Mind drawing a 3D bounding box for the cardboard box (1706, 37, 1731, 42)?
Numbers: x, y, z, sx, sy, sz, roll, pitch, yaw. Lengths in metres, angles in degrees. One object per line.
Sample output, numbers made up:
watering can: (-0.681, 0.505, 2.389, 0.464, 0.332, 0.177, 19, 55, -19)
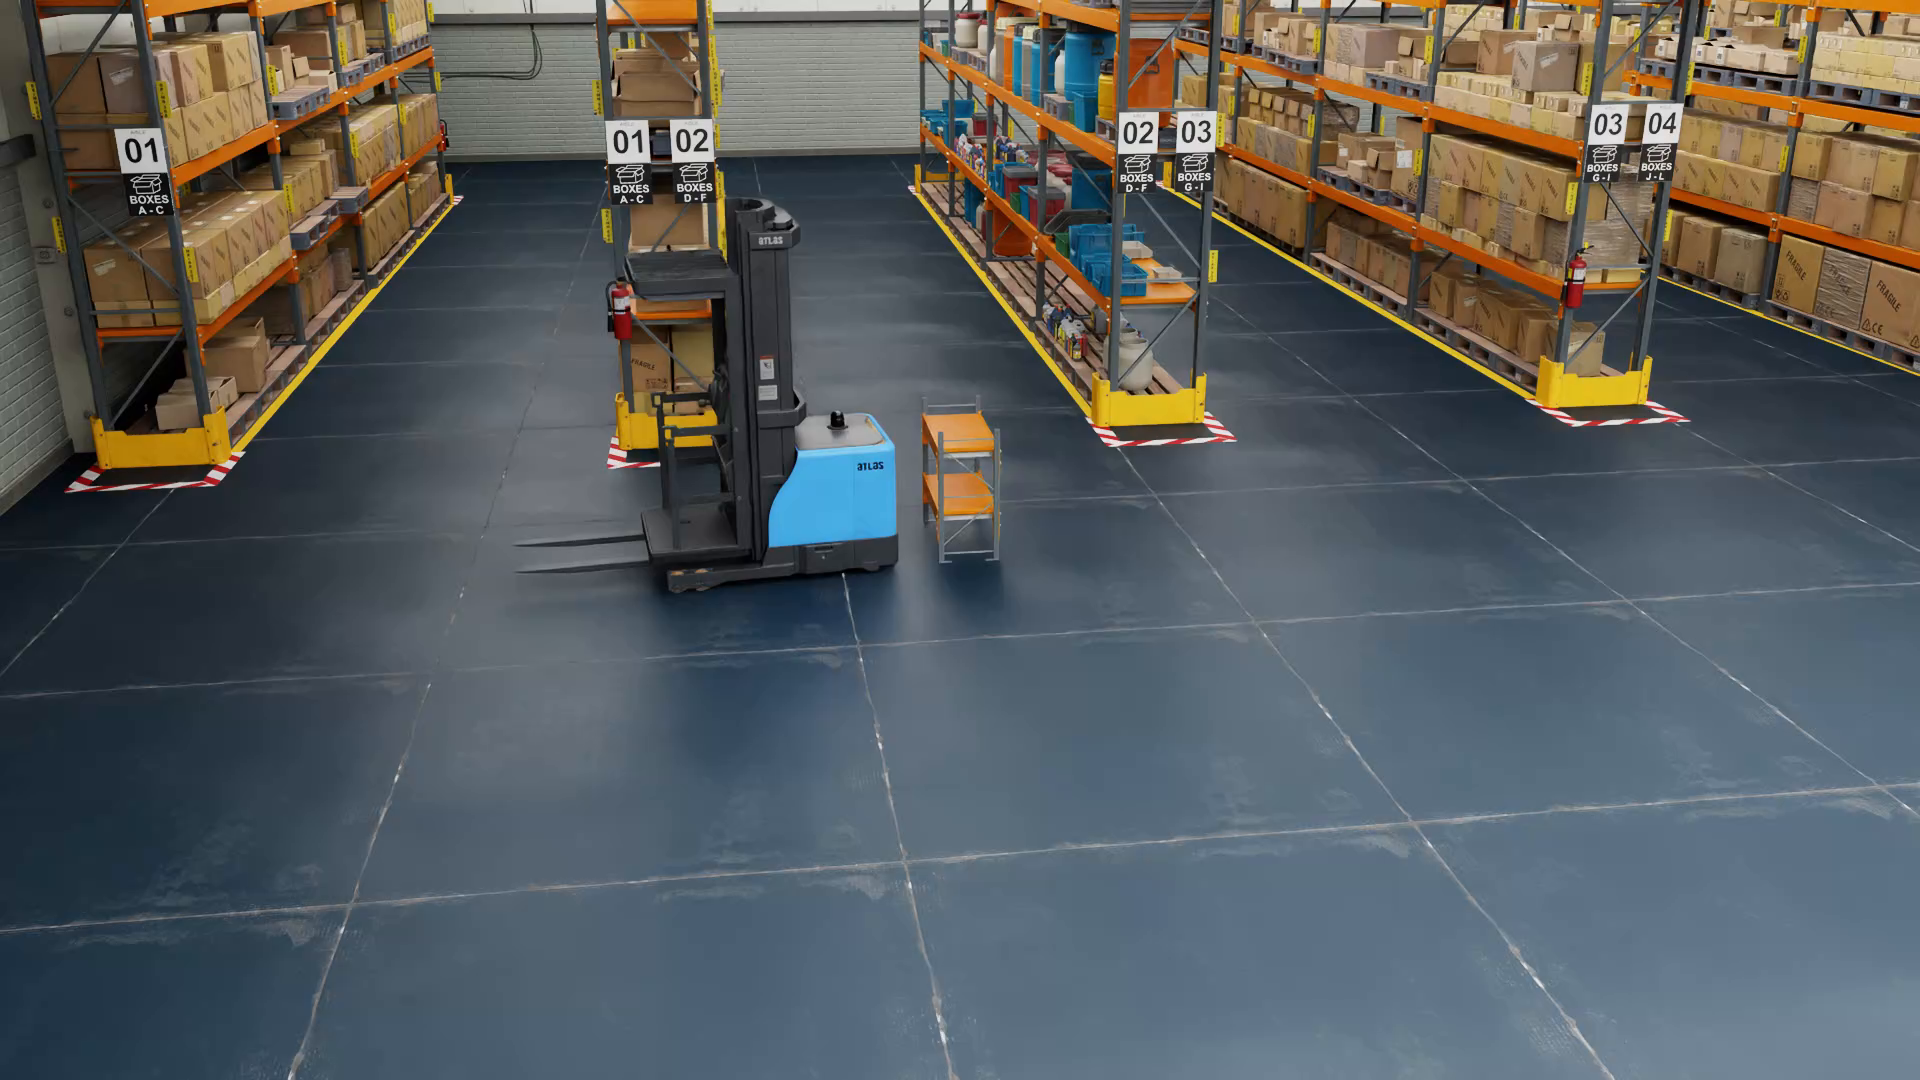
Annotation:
cardboard box: (11.161, -7.145, 24.155, 0.500, 0.311, 0.500, -3, 21, -8)

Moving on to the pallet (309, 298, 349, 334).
pallet: (-8.631, -2.921, 21.736, 1.003, 0.211, 1.213, -3, 21, -8)

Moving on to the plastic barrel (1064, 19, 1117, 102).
plastic barrel: (1.503, -5.521, 19.108, 0.600, 0.901, 0.708, -3, 21, -8)

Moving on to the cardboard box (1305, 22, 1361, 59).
cardboard box: (5.631, -7.527, 25.047, 0.797, 0.503, 0.637, -2, 21, -5)

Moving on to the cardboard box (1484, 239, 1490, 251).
cardboard box: (6.411, -3.474, 19.589, 0.380, 0.149, 0.250, -3, 21, -8)

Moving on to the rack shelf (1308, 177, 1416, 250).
rack shelf: (6.079, -4.640, 23.379, 1.077, 0.370, 4.000, -3, 21, -8)

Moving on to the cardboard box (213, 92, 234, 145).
cardboard box: (-7.781, -4.291, 16.960, 0.500, 0.500, 0.500, -2, 21, -4)

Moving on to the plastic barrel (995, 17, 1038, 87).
plastic barrel: (0.793, -6.764, 23.036, 0.600, 0.901, 0.600, 0, 20, 0)

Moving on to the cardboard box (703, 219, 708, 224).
cardboard box: (-2.891, -3.344, 17.813, 0.380, 0.149, 0.250, -3, 21, -8)

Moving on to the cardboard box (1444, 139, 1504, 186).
cardboard box: (6.254, -4.597, 20.240, 0.500, 0.500, 0.500, -3, 21, -8)

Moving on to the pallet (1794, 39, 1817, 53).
pallet: (15.201, -8.554, 28.819, 0.805, 0.209, 1.217, -4, 21, -10)

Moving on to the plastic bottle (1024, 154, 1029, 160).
plastic bottle: (1.038, -5.853, 25.784, 0.097, 0.271, 0.097, 0, 20, 0)

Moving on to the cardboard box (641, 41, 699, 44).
cardboard box: (-4.183, -6.949, 24.104, 0.910, 0.500, 0.500, -3, 21, -8)

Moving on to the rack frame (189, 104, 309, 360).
rack frame: (-8.338, -3.535, 19.393, 1.000, 3.000, 0.127, -3, 21, -8)

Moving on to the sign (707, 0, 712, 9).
sign: (-4.614, -9.782, 30.566, 0.100, 0.325, 0.005, -3, 21, -8)

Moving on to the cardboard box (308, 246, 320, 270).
cardboard box: (-8.660, -3.681, 21.657, 0.500, 0.250, 0.500, -3, 21, -8)

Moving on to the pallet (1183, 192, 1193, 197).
pallet: (4.830, -6.860, 32.281, 1.003, 0.211, 1.213, -3, 21, -8)

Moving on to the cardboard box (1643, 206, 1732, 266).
cardboard box: (10.841, -4.509, 24.617, 1.050, 0.750, 0.750, -3, 21, -7)

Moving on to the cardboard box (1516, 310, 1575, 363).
cardboard box: (6.750, -2.347, 19.186, 0.500, 0.500, 0.500, 2, 21, 6)

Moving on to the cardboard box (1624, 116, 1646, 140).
cardboard box: (7.130, -4.414, 17.674, 0.500, 0.250, 0.500, -2, 21, -6)

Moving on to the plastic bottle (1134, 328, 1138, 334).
plastic bottle: (2.040, -2.340, 19.464, 0.097, 0.271, 0.097, 0, 20, 0)

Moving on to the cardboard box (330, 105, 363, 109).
cardboard box: (-9.683, -6.679, 26.143, 0.500, 0.250, 0.500, -2, 21, -6)

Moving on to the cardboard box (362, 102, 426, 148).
cardboard box: (-9.767, -7.138, 28.612, 0.980, 0.700, 0.700, -4, 21, -10)

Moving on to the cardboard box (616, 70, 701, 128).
cardboard box: (-2.938, -4.316, 16.250, 0.797, 0.503, 0.637, -1, 21, -4)

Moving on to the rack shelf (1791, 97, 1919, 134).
rack shelf: (11.578, -4.875, 19.723, 1.077, 0.370, 4.000, -3, 21, -8)

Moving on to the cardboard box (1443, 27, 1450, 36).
cardboard box: (9.443, -9.638, 31.662, 0.500, 0.250, 0.500, -2, 21, -6)

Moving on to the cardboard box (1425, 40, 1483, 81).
cardboard box: (6.397, -6.102, 21.232, 0.797, 0.503, 0.637, -4, 21, -10)

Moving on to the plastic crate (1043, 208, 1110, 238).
plastic crate: (1.415, -3.818, 20.239, 0.767, 0.338, 0.504, -3, 21, -8)

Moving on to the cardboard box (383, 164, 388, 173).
cardboard box: (-9.044, -5.739, 25.625, 0.380, 0.149, 0.250, -3, 21, -8)

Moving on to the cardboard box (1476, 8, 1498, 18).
cardboard box: (9.609, -9.566, 30.184, 0.380, 0.149, 0.250, -3, 21, -8)

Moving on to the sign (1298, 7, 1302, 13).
sign: (5.749, -8.880, 28.228, 0.100, 0.325, 0.005, -3, 21, -8)

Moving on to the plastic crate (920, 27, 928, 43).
plastic crate: (-0.484, -9.386, 30.958, 0.497, 0.269, 0.590, -3, 21, -8)

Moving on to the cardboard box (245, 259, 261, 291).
cardboard box: (-7.745, -2.805, 17.624, 0.500, 0.250, 0.500, -3, 21, -7)

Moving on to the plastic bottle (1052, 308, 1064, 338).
plastic bottle: (1.199, -2.634, 20.138, 0.144, 0.351, 0.185, -4, 21, -10)

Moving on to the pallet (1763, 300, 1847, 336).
pallet: (11.322, -2.926, 21.748, 1.003, 0.211, 1.213, -3, 21, -8)

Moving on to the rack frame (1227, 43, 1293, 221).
rack frame: (5.214, -7.054, 28.816, 1.000, 3.000, 0.127, -3, 21, -8)

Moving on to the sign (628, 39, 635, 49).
sign: (-4.550, -6.791, 23.087, 0.100, 0.325, 0.005, -3, 21, -8)

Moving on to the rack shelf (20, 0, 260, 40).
rack shelf: (-8.050, -5.314, 16.616, 1.077, 0.370, 4.000, -3, 21, -8)

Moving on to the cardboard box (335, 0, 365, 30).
cardboard box: (-9.823, -8.464, 26.704, 0.500, 0.500, 0.500, -3, 21, -8)

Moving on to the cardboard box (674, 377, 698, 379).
cardboard box: (-2.793, -1.679, 17.755, 0.500, 0.250, 0.500, -3, 21, -8)

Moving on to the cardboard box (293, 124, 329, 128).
cardboard box: (-9.308, -5.790, 23.763, 0.500, 0.250, 0.500, -4, 21, -10)

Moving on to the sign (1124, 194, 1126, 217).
sign: (2.012, -4.188, 20.746, 0.100, 0.325, 0.005, -3, 21, -8)

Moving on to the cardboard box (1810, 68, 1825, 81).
cardboard box: (11.006, -5.887, 21.021, 0.380, 0.149, 0.250, -3, 21, -9)

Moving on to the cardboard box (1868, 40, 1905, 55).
cardboard box: (11.155, -5.908, 19.936, 0.380, 0.149, 0.250, -3, 21, -7)

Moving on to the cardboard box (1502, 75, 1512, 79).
cardboard box: (6.770, -5.528, 20.088, 0.380, 0.149, 0.250, -4, 21, -10)

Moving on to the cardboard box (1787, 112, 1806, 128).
cardboard box: (14.908, -7.372, 29.167, 0.500, 0.250, 0.500, -3, 21, -7)

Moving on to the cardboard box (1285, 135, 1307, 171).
cardboard box: (5.408, -6.047, 25.977, 0.500, 0.500, 0.500, -3, 21, -8)

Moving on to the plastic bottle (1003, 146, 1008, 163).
plastic bottle: (0.747, -6.183, 26.668, 0.097, 0.271, 0.097, 0, 20, 0)

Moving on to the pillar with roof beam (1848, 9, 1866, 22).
pillar with roof beam: (15.598, -12.763, 35.526, 9.100, 9.000, 0.400, -3, 21, -8)

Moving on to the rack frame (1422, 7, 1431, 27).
rack frame: (9.560, -11.465, 32.050, 1.000, 3.000, 0.127, -3, 21, -8)

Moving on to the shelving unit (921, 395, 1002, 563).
shelving unit: (-0.001, -0.529, 14.026, 0.538, 1.125, 1.048, -3, 21, -8)

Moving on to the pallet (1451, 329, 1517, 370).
pallet: (6.678, -2.324, 20.136, 1.003, 0.211, 1.213, -3, 21, -8)

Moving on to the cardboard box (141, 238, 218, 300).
cardboard box: (-7.533, -2.621, 16.060, 0.500, 0.500, 0.500, -3, 21, -8)

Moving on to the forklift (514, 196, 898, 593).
forklift: (-2.077, -1.160, 13.132, 3.031, 2.935, 1.130, -5, 21, -13)

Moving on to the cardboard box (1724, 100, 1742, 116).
cardboard box: (14.621, -7.926, 31.008, 0.500, 0.500, 0.500, -3, 21, -9)
